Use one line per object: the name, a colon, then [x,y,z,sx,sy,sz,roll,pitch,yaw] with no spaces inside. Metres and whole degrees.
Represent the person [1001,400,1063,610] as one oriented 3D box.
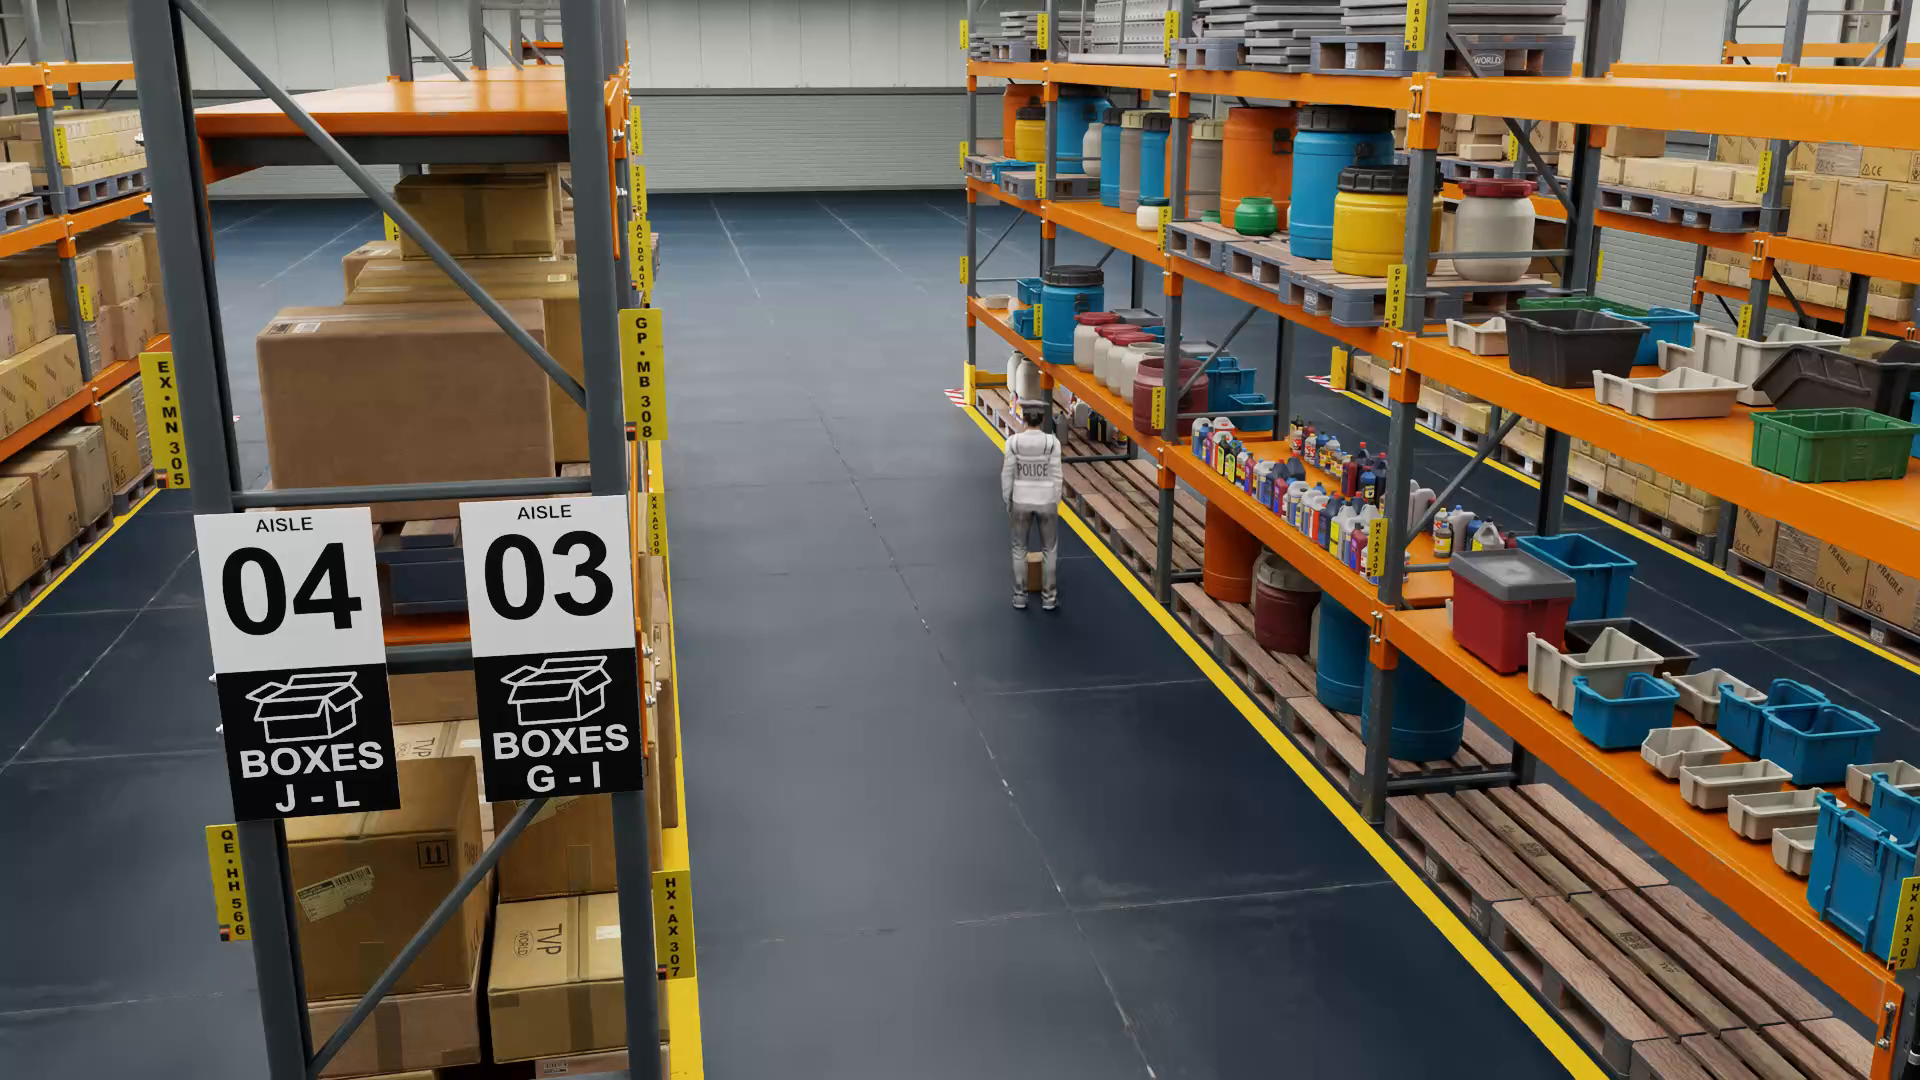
person: [0.561,-0.270,12.985,0.482,1.654,0.366,2,17,7]
